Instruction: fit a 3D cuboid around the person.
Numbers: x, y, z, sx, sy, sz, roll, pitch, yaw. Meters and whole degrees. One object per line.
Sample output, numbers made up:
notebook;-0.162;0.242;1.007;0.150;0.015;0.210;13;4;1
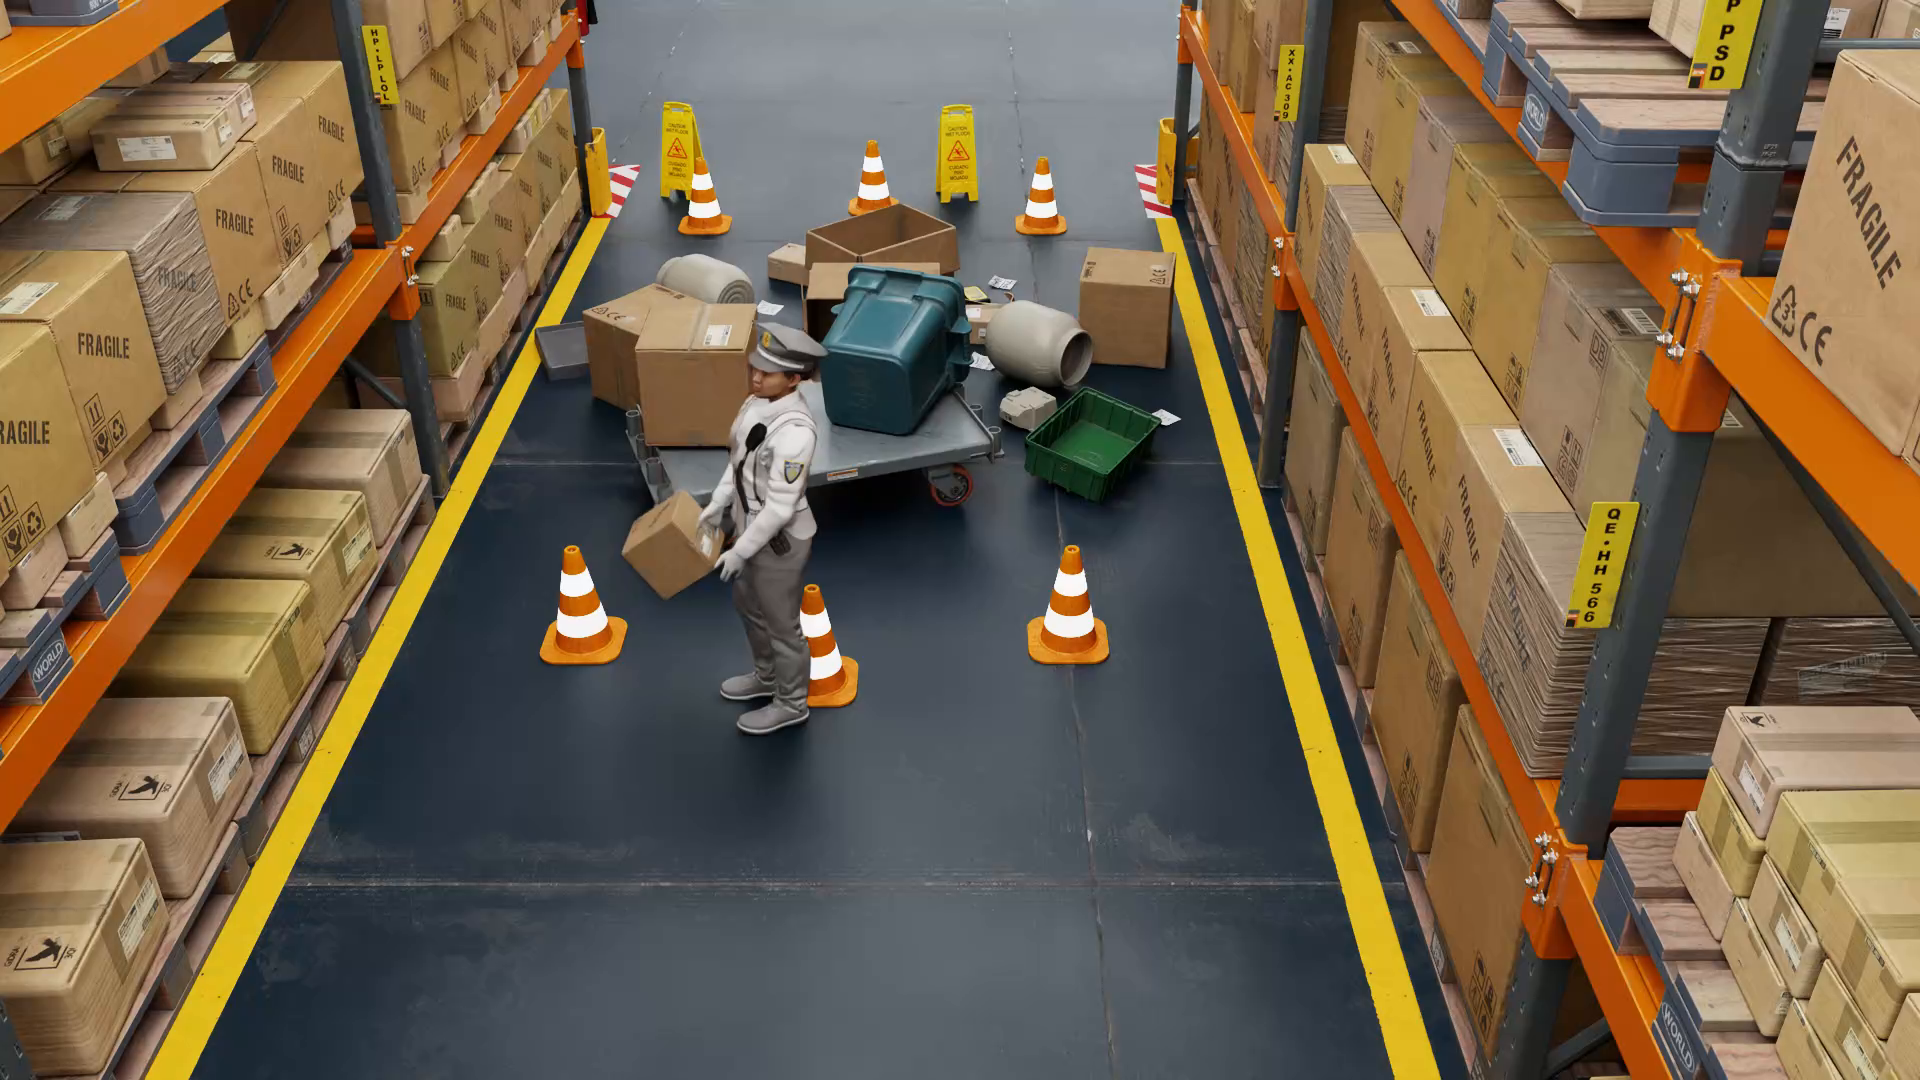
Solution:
person;-0.710;-0.021;6.130;0.491;1.699;0.532;-10;33;-15
